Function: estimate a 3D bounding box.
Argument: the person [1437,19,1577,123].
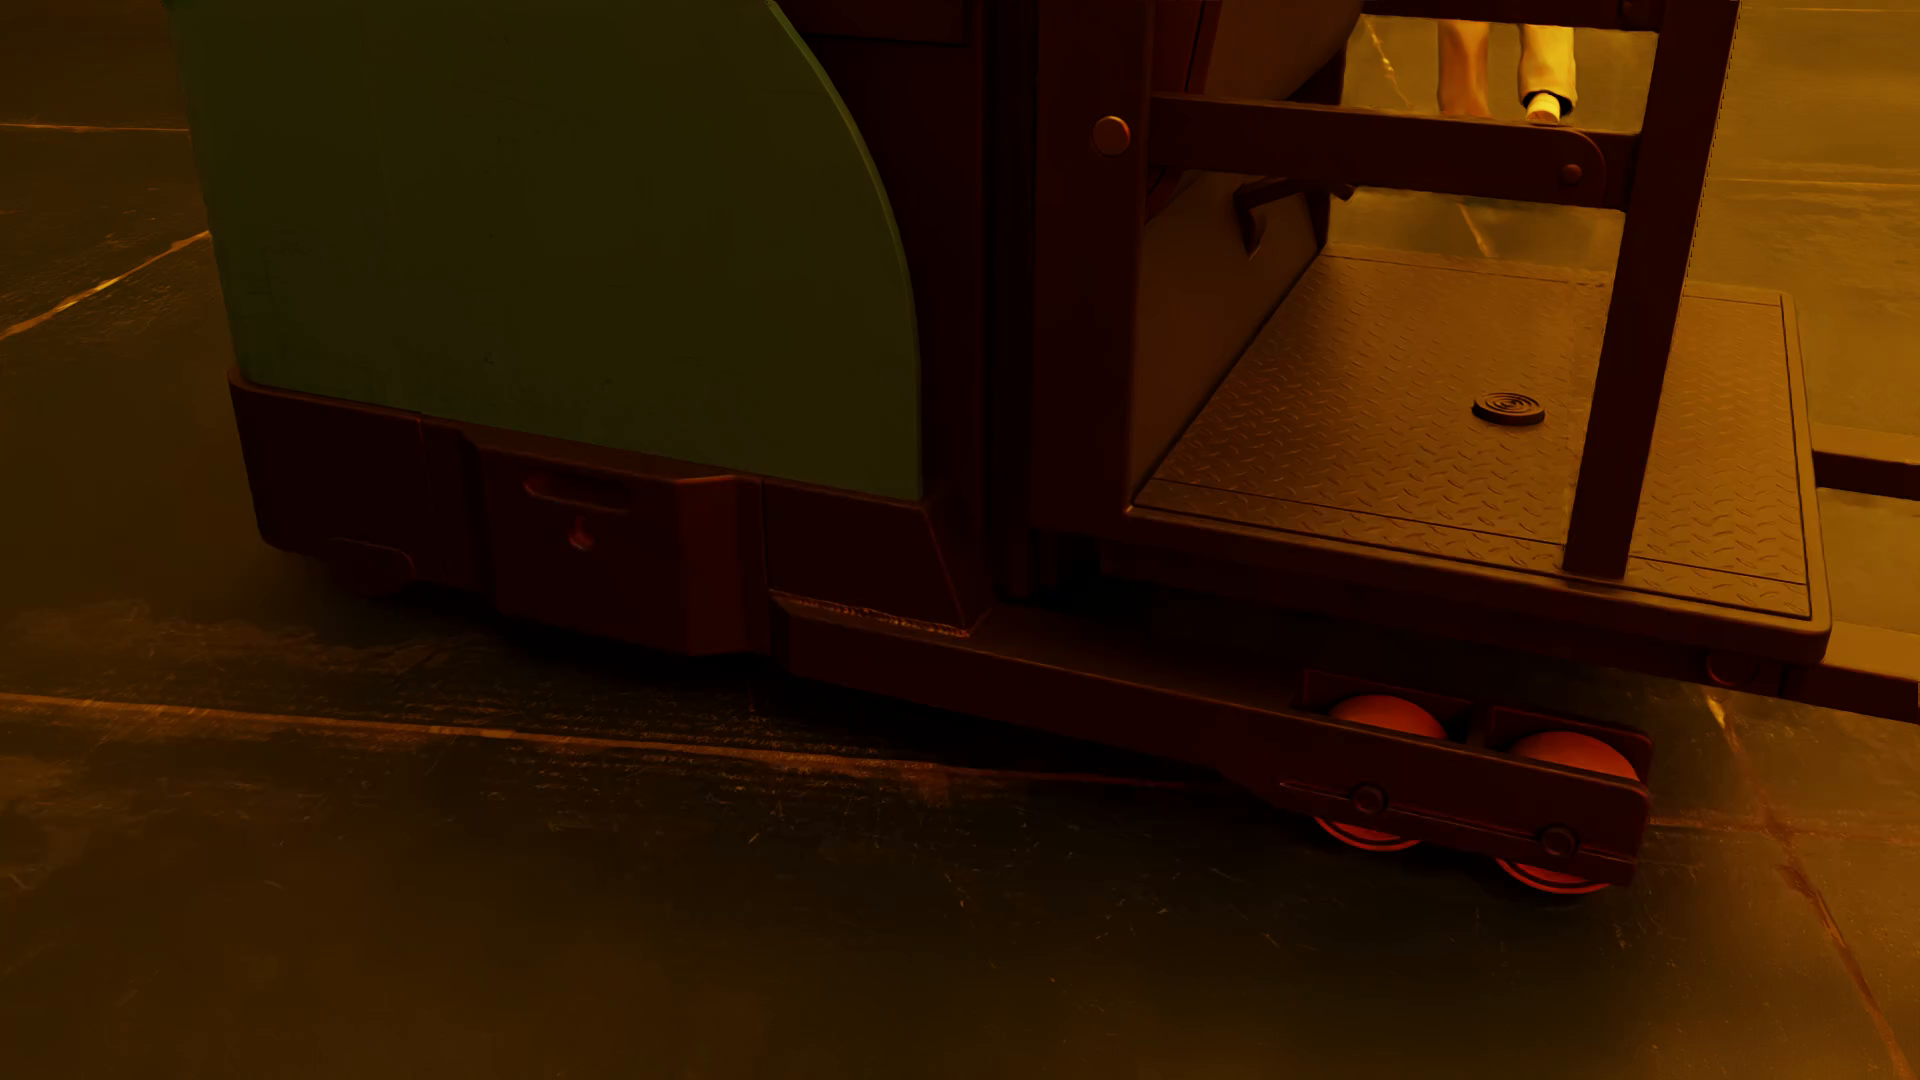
[{"bbox_3d":[1.349,-1.746,4.168,0.667,1.645,0.462,3,27,7],"label":"person"}]

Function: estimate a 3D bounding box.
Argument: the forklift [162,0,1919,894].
[{"bbox_3d":[0.565,-1.209,1.640,3.031,2.935,1.130,10,28,20],"label":"forklift"}]
